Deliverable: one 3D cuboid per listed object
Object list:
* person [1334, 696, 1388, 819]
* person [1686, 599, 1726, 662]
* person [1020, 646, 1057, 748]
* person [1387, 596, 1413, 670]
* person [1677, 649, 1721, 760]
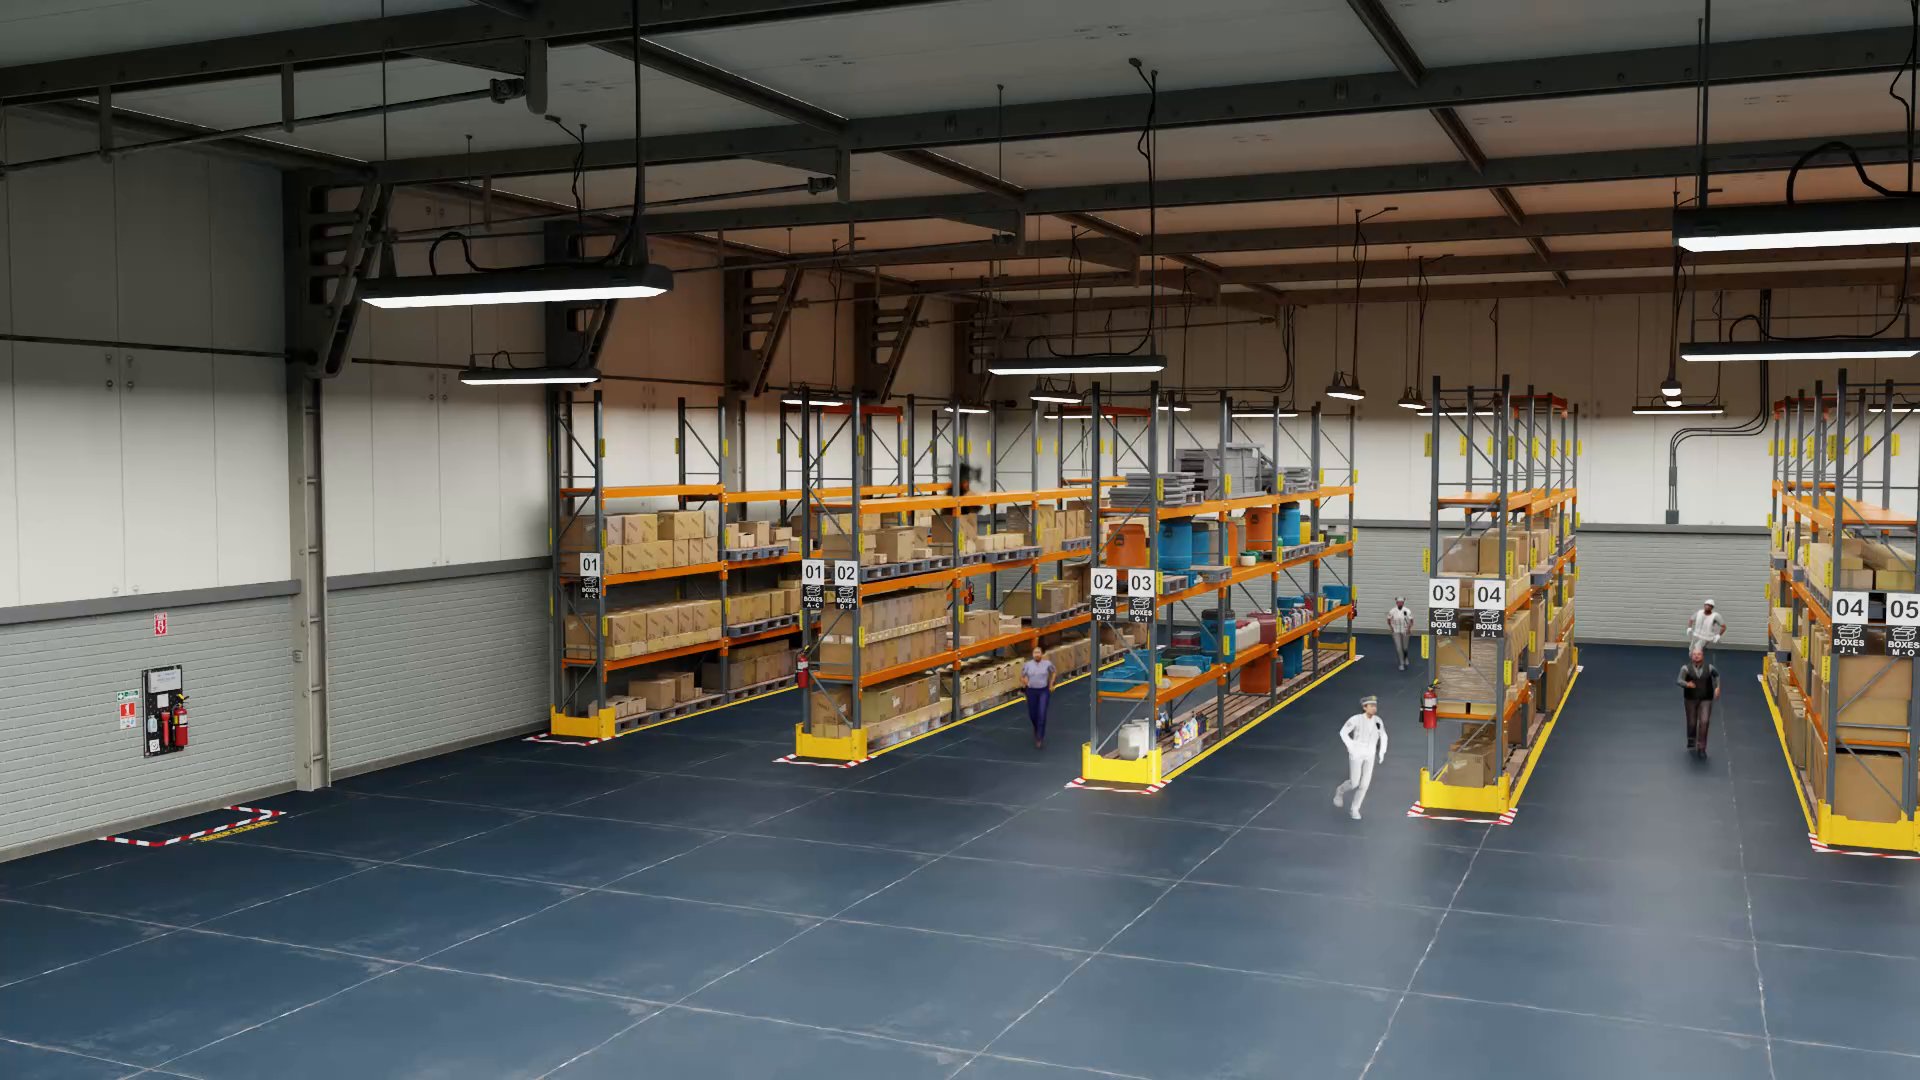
[{"bbox_3d":[5.519,2.937,22.743,0.673,1.662,0.562,-1,3,-11],"label":"person"},{"bbox_3d":[16.223,2.140,36.402,0.667,1.709,0.772,-1,3,-22],"label":"person"},{"bbox_3d":[1.312,2.615,28.065,0.612,1.652,0.929,1,3,10],"label":"person"},{"bbox_3d":[9.978,2.096,37.730,0.589,1.679,0.596,1,3,16],"label":"person"},{"bbox_3d":[12.047,2.641,27.137,0.660,1.730,0.953,1,3,24],"label":"person"}]
